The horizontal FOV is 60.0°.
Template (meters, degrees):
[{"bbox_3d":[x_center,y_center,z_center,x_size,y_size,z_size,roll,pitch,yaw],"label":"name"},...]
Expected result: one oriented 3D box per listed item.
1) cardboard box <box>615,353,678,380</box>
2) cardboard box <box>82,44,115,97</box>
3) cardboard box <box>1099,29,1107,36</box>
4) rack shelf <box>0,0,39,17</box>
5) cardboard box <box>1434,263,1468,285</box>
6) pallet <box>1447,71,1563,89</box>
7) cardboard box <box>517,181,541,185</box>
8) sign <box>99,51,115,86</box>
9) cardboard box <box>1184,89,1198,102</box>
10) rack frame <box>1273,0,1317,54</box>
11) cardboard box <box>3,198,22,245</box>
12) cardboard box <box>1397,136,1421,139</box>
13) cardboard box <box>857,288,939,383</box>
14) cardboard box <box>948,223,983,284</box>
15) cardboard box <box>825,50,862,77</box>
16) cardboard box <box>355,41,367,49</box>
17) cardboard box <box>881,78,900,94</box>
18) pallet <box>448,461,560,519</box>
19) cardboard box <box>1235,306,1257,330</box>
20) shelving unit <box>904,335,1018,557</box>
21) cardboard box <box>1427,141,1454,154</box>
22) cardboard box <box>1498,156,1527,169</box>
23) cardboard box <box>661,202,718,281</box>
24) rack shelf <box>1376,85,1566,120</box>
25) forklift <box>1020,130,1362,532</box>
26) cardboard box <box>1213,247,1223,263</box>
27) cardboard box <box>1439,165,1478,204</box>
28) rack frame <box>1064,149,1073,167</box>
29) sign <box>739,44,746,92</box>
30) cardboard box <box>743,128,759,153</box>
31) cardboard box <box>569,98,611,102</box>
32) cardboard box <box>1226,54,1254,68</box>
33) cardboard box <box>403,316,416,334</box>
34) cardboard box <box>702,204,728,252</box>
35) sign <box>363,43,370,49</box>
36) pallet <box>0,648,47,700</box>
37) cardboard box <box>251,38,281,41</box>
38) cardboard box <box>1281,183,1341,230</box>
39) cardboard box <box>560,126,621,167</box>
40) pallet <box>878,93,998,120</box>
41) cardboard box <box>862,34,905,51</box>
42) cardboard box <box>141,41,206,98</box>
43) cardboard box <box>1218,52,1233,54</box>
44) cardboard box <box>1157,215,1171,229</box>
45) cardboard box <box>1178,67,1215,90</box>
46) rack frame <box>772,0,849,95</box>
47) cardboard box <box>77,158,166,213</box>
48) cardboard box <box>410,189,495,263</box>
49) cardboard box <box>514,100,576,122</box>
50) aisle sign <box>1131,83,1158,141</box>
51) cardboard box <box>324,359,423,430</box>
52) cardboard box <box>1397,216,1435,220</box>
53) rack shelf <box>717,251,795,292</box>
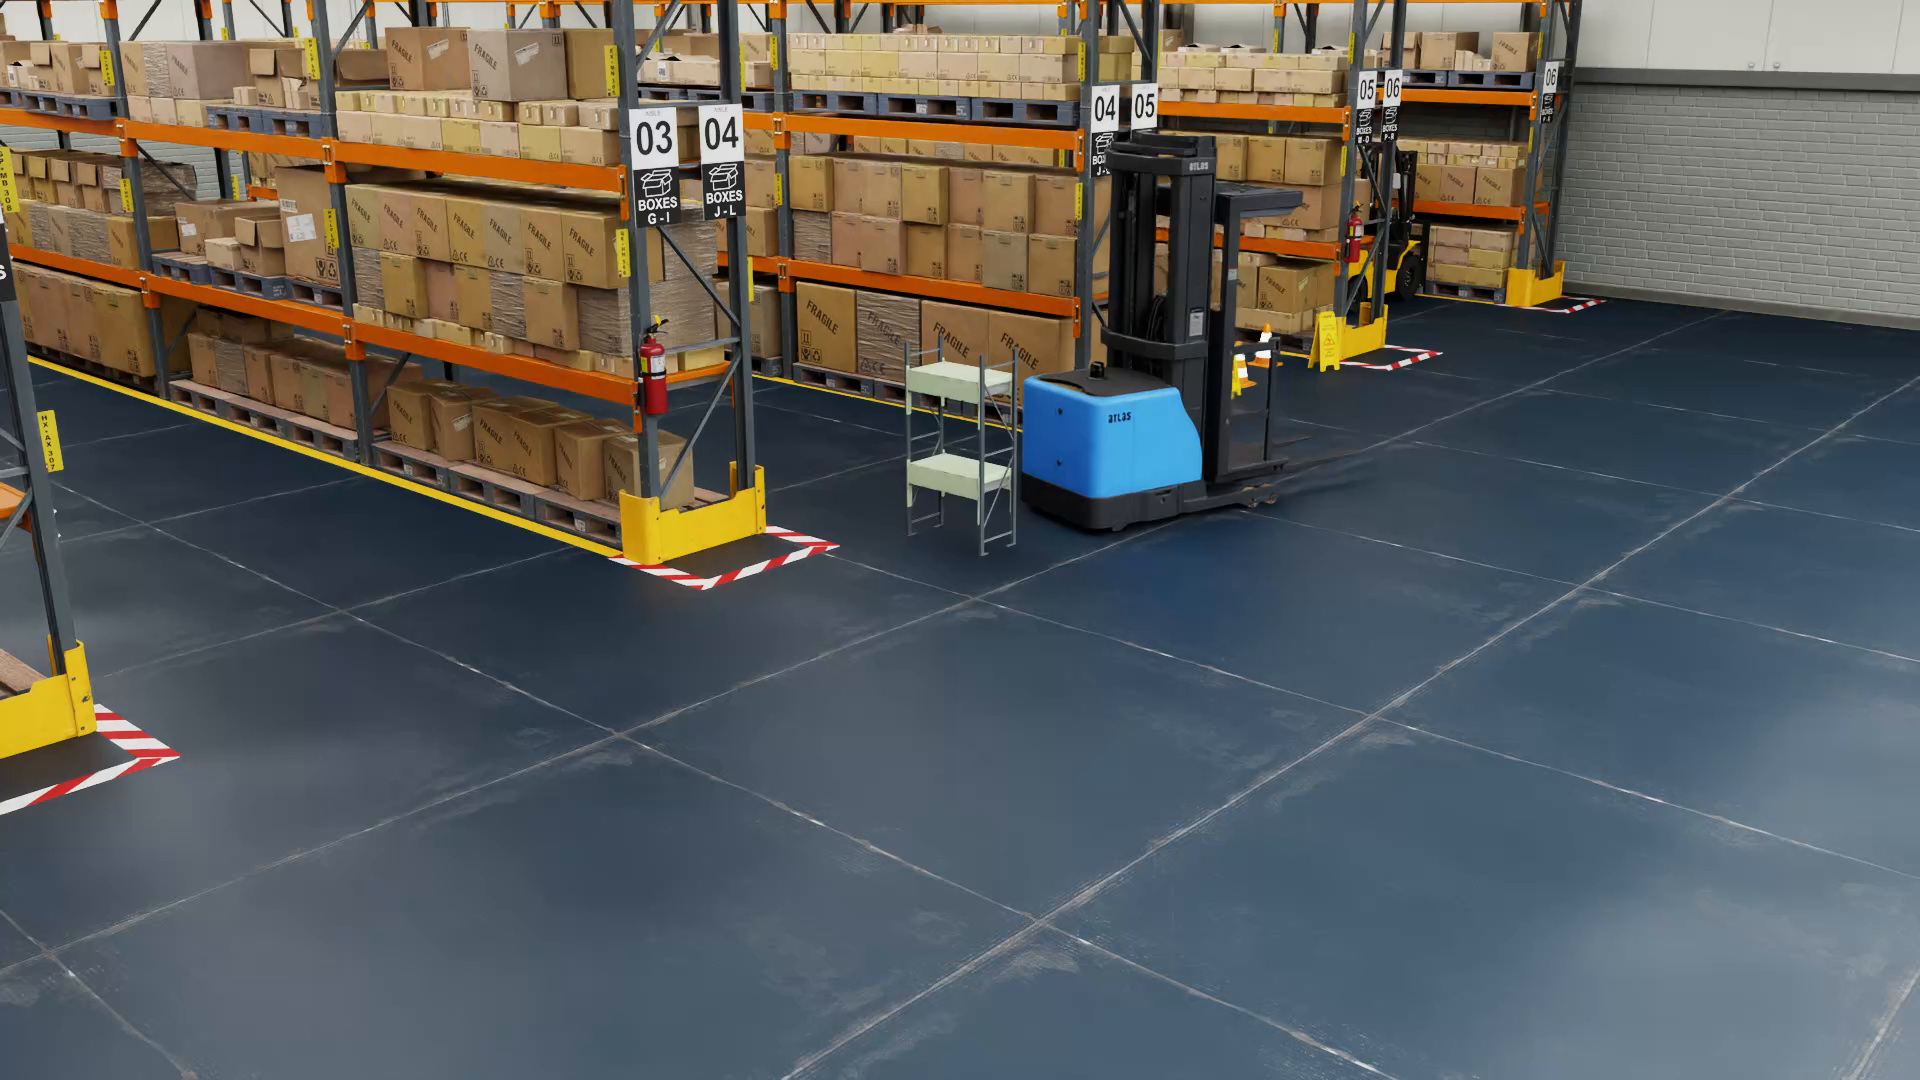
[{"bbox_3d":[-2.280,-1.280,12.102,0.250,0.149,0.380,15,23,39],"label":"cardboard box"},{"bbox_3d":[-8.417,-4.781,16.894,0.797,0.503,0.637,-17,24,-42],"label":"cardboard box"},{"bbox_3d":[2.337,-7.886,26.518,0.500,0.500,0.500,15,23,40],"label":"cardboard box"},{"bbox_3d":[-12.401,-6.526,20.150,4.000,0.370,1.077,15,23,39],"label":"rack shelf"},{"bbox_3d":[7.013,-3.770,23.382,0.500,0.250,0.500,15,23,39],"label":"cardboard box"},{"bbox_3d":[7.428,-6.291,22.662,1.213,0.211,1.003,15,23,39],"label":"pallet"},{"bbox_3d":[-5.216,-4.456,20.432,0.250,0.149,0.380,14,22,37],"label":"cardboard box"},{"bbox_3d":[-8.288,-4.586,16.158,0.005,0.325,0.100,15,23,39],"label":"sign"},{"bbox_3d":[2.881,-5.316,19.860,0.250,0.149,0.380,15,23,40],"label":"cardboard box"},{"bbox_3d":[4.948,-8.418,24.260,0.127,3.000,1.000,15,23,39],"label":"rack frame"},{"bbox_3d":[-10.727,-3.697,19.138,0.500,0.500,0.500,15,23,39],"label":"cardboard box"},{"bbox_3d":[6.493,-5.739,24.007,0.250,0.149,0.380,16,24,41],"label":"cardboard box"},{"bbox_3d":[-0.453,-2.160,17.276,0.875,0.875,0.875,15,23,40],"label":"cardboard box"},{"bbox_3d":[0.369,-2.873,16.459,0.550,0.550,0.875,15,23,39],"label":"cardboard box"},{"bbox_3d":[-0.995,-4.780,16.652,0.500,0.250,0.500,15,23,39],"label":"cardboard box"},{"bbox_3d":[-7.953,-6.688,22.530,0.250,0.149,0.380,14,22,37],"label":"cardboard box"},{"bbox_3d":[-0.553,-4.447,16.262,0.250,0.149,0.380,15,23,39],"label":"cardboard box"},{"bbox_3d":[-3.479,-0.492,13.812,1.213,0.211,1.003,15,23,39],"label":"pallet"},{"bbox_3d":[3.483,-2.728,20.101,0.500,0.250,0.500,15,23,39],"label":"cardboard box"},{"bbox_3d":[0.005,-0.714,12.381,0.755,1.500,0.431,15,23,39],"label":"shelving unit"},{"bbox_3d":[6.708,-5.461,23.131,0.250,0.149,0.380,16,23,41],"label":"cardboard box"},{"bbox_3d":[7.495,-5.118,22.543,0.250,0.149,0.380,15,23,40],"label":"cardboard box"},{"bbox_3d":[-2.160,-2.227,12.361,0.500,0.500,0.500,15,23,39],"label":"cardboard box"},{"bbox_3d":[6.444,-6.244,23.557,4.000,0.370,1.077,15,23,39],"label":"rack shelf"},{"bbox_3d":[1.998,-1.781,13.377,3.031,2.935,1.130,-11,21,-31],"label":"forklift"},{"bbox_3d":[3.175,-3.452,20.071,0.250,0.149,0.380,16,24,42],"label":"cardboard box"},{"bbox_3d":[7.016,-4.949,23.080,0.500,0.500,0.500,16,24,41],"label":"cardboard box"},{"bbox_3d":[1.656,-4.435,21.626,0.127,3.000,1.000,15,23,39],"label":"rack frame"},{"bbox_3d":[-1.570,-3.358,11.832,0.005,0.325,0.100,15,23,39],"label":"sign"},{"bbox_3d":[-3.026,-6.112,25.094,0.500,0.500,0.500,15,23,38],"label":"cardboard box"},{"bbox_3d":[-2.718,-3.262,12.563,0.250,0.149,0.380,15,23,39],"label":"cardboard box"},{"bbox_3d":[3.317,-5.602,19.443,0.250,0.149,0.380,14,22,38],"label":"cardboard box"},{"bbox_3d":[-4.383,-1.816,13.792,0.250,0.149,0.380,15,23,39],"label":"cardboard box"},{"bbox_3d":[-2.499,-3.488,18.477,0.500,0.500,0.500,15,23,39],"label":"cardboard box"},{"bbox_3d":[-7.892,-6.452,22.171,0.005,0.325,0.100,15,23,39],"label":"sign"},{"bbox_3d":[-5.910,0.891,9.454,1.213,0.211,1.003,15,23,39],"label":"pallet"},{"bbox_3d":[-10.105,-7.248,24.293,0.250,0.149,0.380,15,23,39],"label":"cardboard box"},{"bbox_3d":[4.059,-3.868,19.182,0.500,0.500,0.500,15,23,38],"label":"cardboard box"},{"bbox_3d":[-2.459,-2.787,11.723,0.500,0.250,0.500,16,23,40],"label":"cardboard box"},{"bbox_3d":[-0.041,-4.270,16.296,1.213,0.211,1.003,15,23,39],"label":"pallet"},{"bbox_3d":[-0.743,-4.878,16.302,0.250,0.149,0.380,15,23,40],"label":"cardboard box"},{"bbox_3d":[-7.356,-4.456,15.743,0.500,0.500,0.500,15,23,40],"label":"cardboard box"},{"bbox_3d":[3.261,-5.821,20.132,0.250,0.149,0.380,15,23,40],"label":"cardboard box"},{"bbox_3d":[2.630,-3.920,20.420,0.250,0.149,0.380,15,23,40],"label":"cardboard box"},{"bbox_3d":[2.941,-5.478,19.713,0.500,0.250,0.500,15,23,40],"label":"cardboard box"},{"bbox_3d":[-1.554,-6.154,17.126,0.127,3.000,1.000,15,23,39],"label":"rack frame"},{"bbox_3d":[-8.935,-3.803,17.813,0.637,0.503,0.797,16,23,40],"label":"cardboard box"},{"bbox_3d":[-4.005,-2.510,13.252,0.500,0.500,0.500,15,23,39],"label":"cardboard box"},{"bbox_3d":[-3.045,-3.155,12.223,0.250,0.149,0.380,15,23,40],"label":"cardboard box"},{"bbox_3d":[1.690,-3.784,15.278,0.004,0.787,0.394,15,23,39],"label":"aisle sign"},{"bbox_3d":[-5.367,-1.339,15.277,0.500,0.500,0.700,13,22,35],"label":"cardboard box"},{"bbox_3d":[6.584,-4.567,24.243,0.500,0.250,0.500,14,23,38],"label":"cardboard box"},{"bbox_3d":[-3.050,-3.353,19.407,4.000,0.370,1.077,15,23,39],"label":"rack shelf"}]
